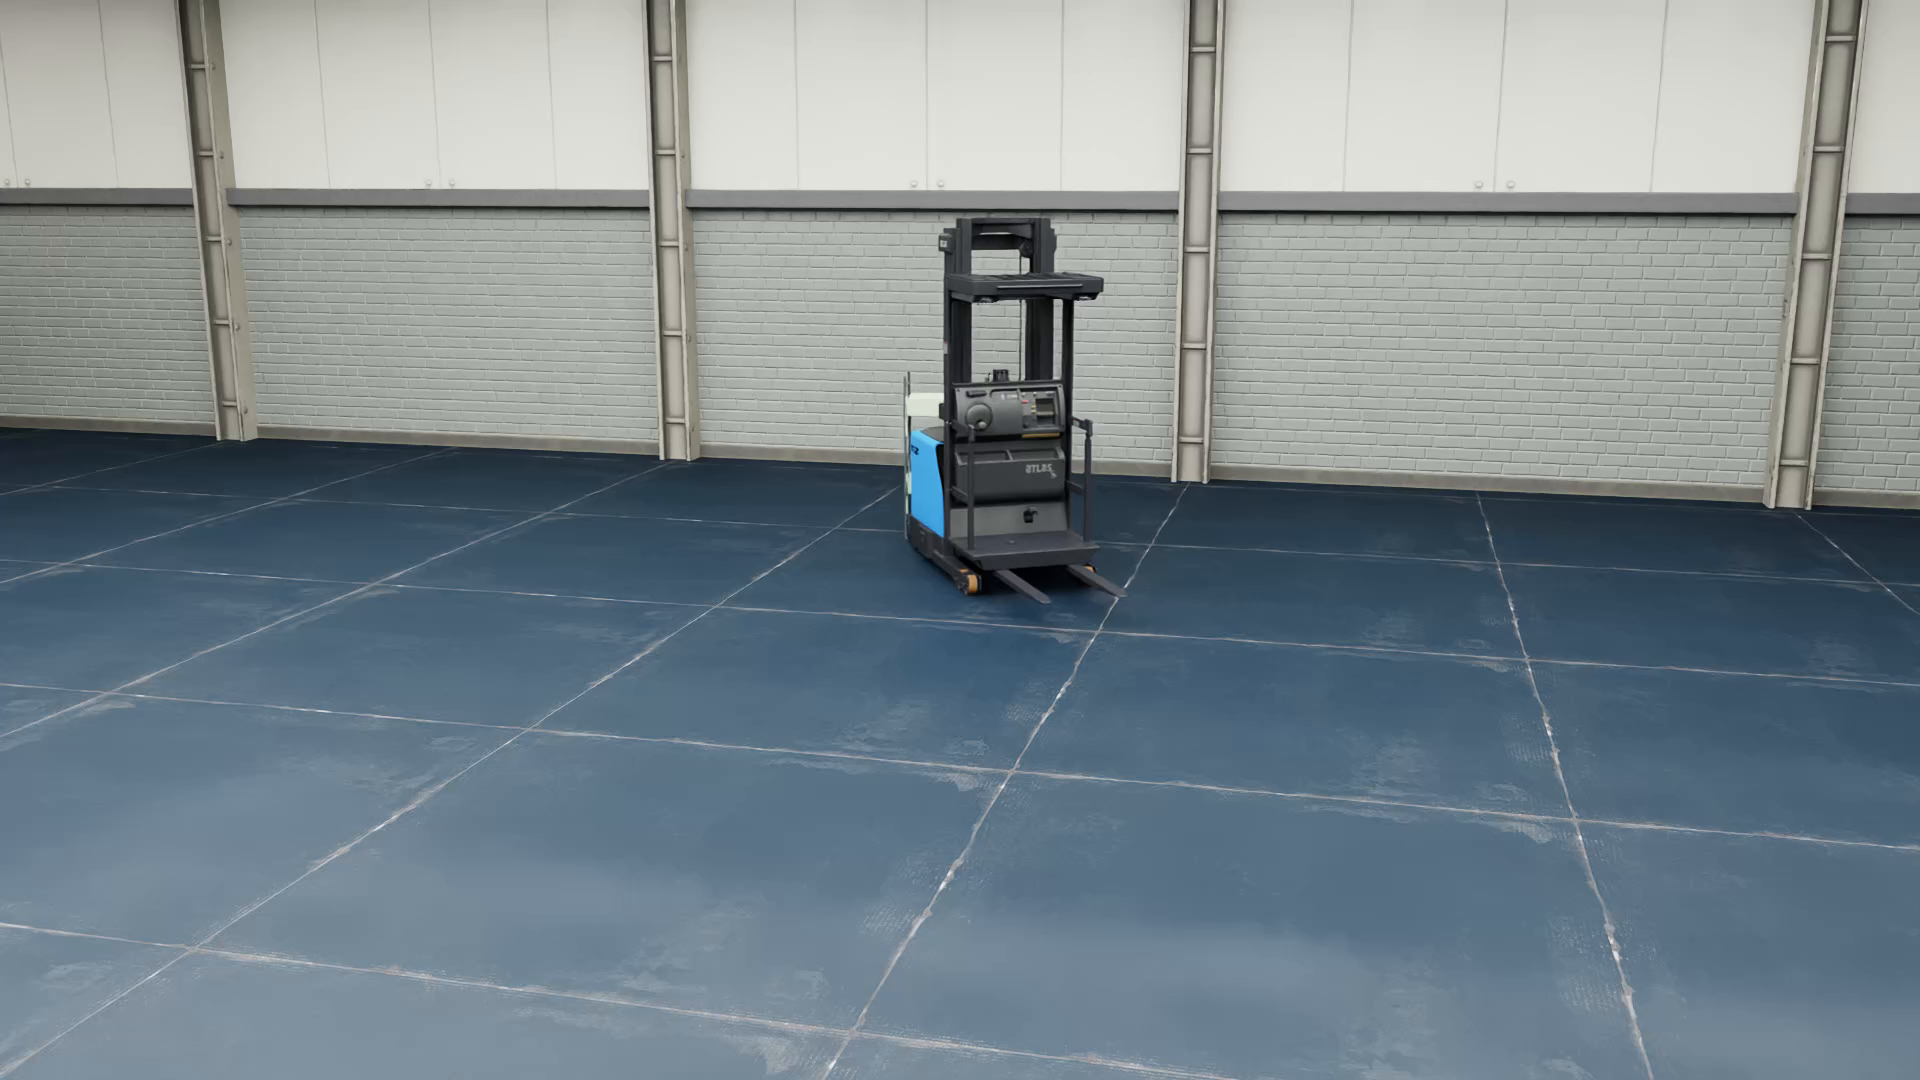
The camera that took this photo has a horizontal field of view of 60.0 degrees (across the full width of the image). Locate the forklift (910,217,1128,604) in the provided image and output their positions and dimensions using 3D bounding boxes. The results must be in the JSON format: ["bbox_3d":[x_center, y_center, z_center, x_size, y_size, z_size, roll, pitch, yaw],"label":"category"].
[{"bbox_3d":[0.476,-1.089,13.393,1.130,2.935,3.031,-4,13,-17],"label":"forklift"}]

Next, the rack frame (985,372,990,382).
[{"bbox_3d":[0.247,-0.771,15.263,0.023,1.500,0.400,1,13,4],"label":"rack frame"}]

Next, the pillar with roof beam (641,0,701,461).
[{"bbox_3d":[-4.330,-4.455,14.556,0.400,9.000,9.100,3,13,14],"label":"pillar with roof beam"}]

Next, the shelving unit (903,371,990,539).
[{"bbox_3d":[-0.118,-0.777,15.288,0.755,1.500,0.431,1,13,4],"label":"shelving unit"}]

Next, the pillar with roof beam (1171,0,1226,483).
[{"bbox_3d":[1.496,-4.144,13.153,0.400,9.000,9.100,3,13,14],"label":"pillar with roof beam"}]

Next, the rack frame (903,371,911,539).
[{"bbox_3d":[-0.483,-0.782,15.313,0.023,1.500,0.400,1,13,4],"label":"rack frame"}]

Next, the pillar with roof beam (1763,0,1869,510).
[{"bbox_3d":[7.321,-3.833,11.749,0.400,9.000,9.100,3,13,14],"label":"pillar with roof beam"}]

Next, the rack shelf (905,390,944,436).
[{"bbox_3d":[-0.118,-1.158,15.204,0.720,0.370,0.431,1,13,4],"label":"rack shelf"}]

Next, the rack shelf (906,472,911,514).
[{"bbox_3d":[-0.118,-0.458,15.359,0.720,0.370,0.431,1,13,4],"label":"rack shelf"}]

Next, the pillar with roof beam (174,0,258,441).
[{"bbox_3d":[-10.155,-4.767,15.959,0.400,9.000,9.100,3,13,14],"label":"pillar with roof beam"}]
